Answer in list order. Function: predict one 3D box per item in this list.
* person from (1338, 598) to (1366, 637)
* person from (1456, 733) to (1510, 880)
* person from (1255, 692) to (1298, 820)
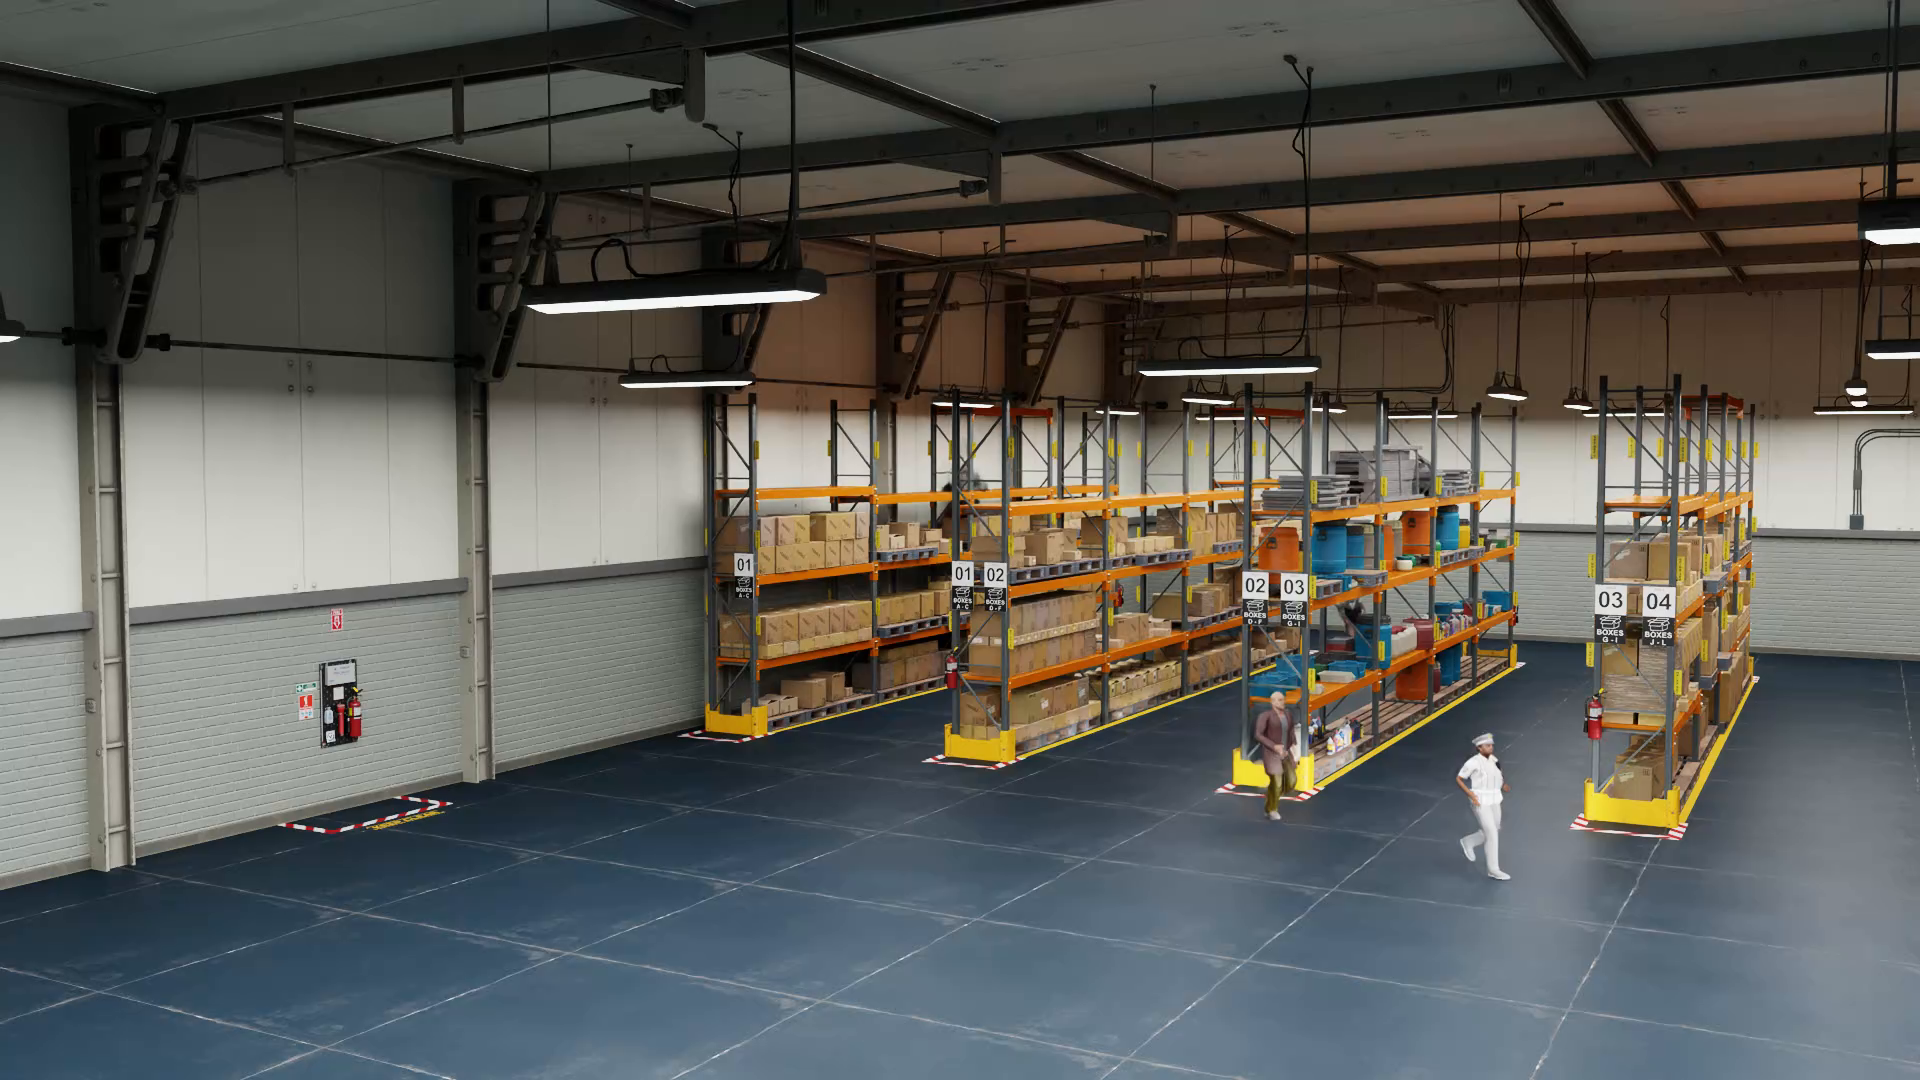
[{"bbox_3d":[9.438,1.973,40.072,0.650,1.602,0.695,1,3,18],"label":"person"},{"bbox_3d":[6.173,3.099,19.615,0.589,1.669,0.850,-2,4,-28],"label":"person"},{"bbox_3d":[4.327,2.919,22.496,0.749,1.735,0.602,-2,4,-29],"label":"person"}]
